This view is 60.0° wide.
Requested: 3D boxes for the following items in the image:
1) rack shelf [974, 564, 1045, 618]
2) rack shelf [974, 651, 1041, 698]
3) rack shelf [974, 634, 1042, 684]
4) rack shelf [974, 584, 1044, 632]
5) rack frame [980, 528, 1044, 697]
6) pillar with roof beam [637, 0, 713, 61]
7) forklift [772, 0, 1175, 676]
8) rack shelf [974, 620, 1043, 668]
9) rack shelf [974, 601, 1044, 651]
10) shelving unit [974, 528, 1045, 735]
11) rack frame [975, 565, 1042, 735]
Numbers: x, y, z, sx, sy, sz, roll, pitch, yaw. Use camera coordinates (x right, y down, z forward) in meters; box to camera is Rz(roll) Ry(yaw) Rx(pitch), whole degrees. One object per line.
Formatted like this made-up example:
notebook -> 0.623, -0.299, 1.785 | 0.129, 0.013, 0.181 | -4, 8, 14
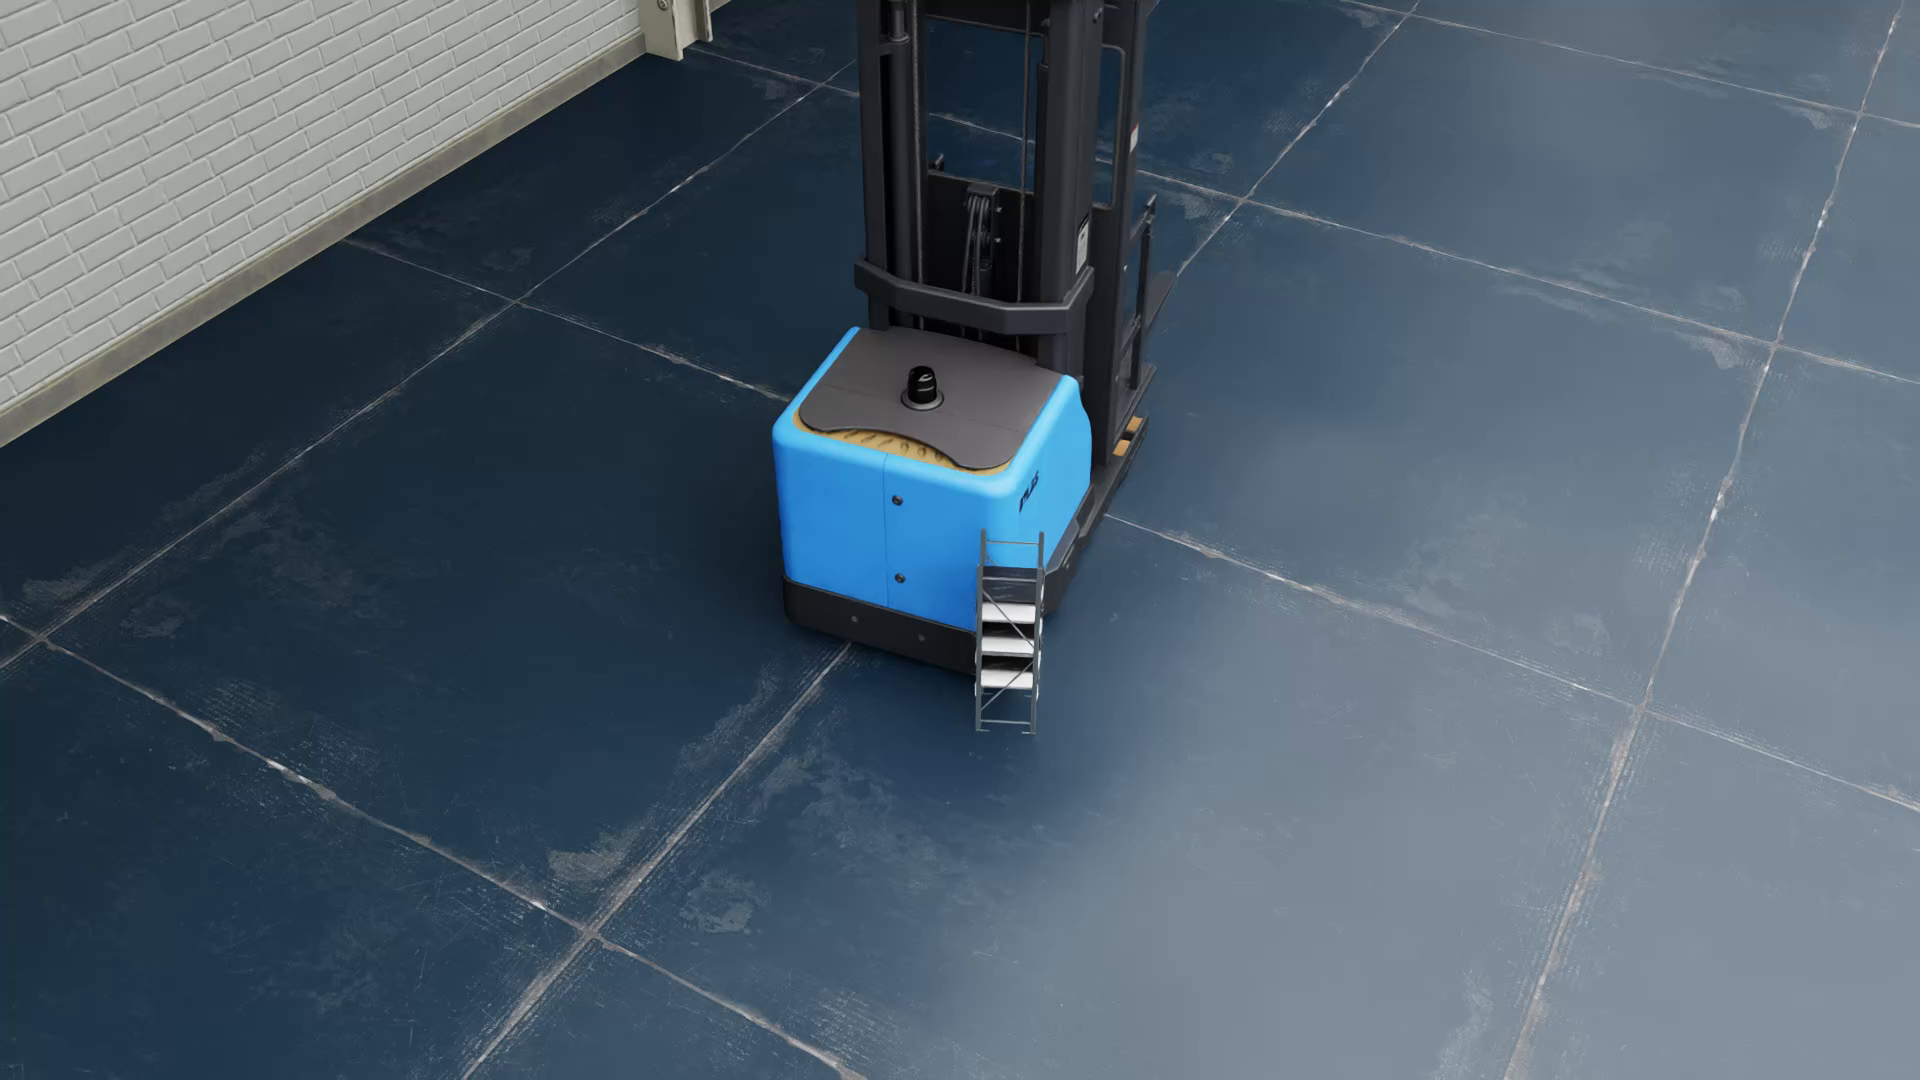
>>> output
rack shelf -> 0.190, 0.191, 6.309 | 0.258, 0.077, 0.200 | 3, 41, 3
rack shelf -> 0.190, 0.529, 6.607 | 0.258, 0.077, 0.200 | 3, 41, 3
rack shelf -> 0.190, 0.462, 6.547 | 0.258, 0.077, 0.200 | 3, 41, 3
rack shelf -> 0.190, 0.259, 6.369 | 0.258, 0.077, 0.200 | 3, 41, 3
rack frame -> 0.197, 0.302, 6.542 | 0.240, 0.900, 0.006 | 3, 41, 3
pillar with roof beam -> 1.790, -5.358, 6.840 | 9.100, 9.000, 0.400 | 21, 45, 22
forklift -> 0.268, -1.511, 7.064 | 1.130, 2.935, 3.031 | 15, 43, 16
rack shelf -> 0.190, 0.394, 6.488 | 0.258, 0.077, 0.200 | 3, 41, 3
rack shelf -> 0.190, 0.326, 6.428 | 0.258, 0.077, 0.200 | 3, 41, 3
shelving unit -> 0.190, 0.369, 6.466 | 0.258, 0.900, 0.210 | 3, 41, 3
rack frame -> 0.182, 0.436, 6.390 | 0.240, 0.900, 0.006 | 3, 41, 3
